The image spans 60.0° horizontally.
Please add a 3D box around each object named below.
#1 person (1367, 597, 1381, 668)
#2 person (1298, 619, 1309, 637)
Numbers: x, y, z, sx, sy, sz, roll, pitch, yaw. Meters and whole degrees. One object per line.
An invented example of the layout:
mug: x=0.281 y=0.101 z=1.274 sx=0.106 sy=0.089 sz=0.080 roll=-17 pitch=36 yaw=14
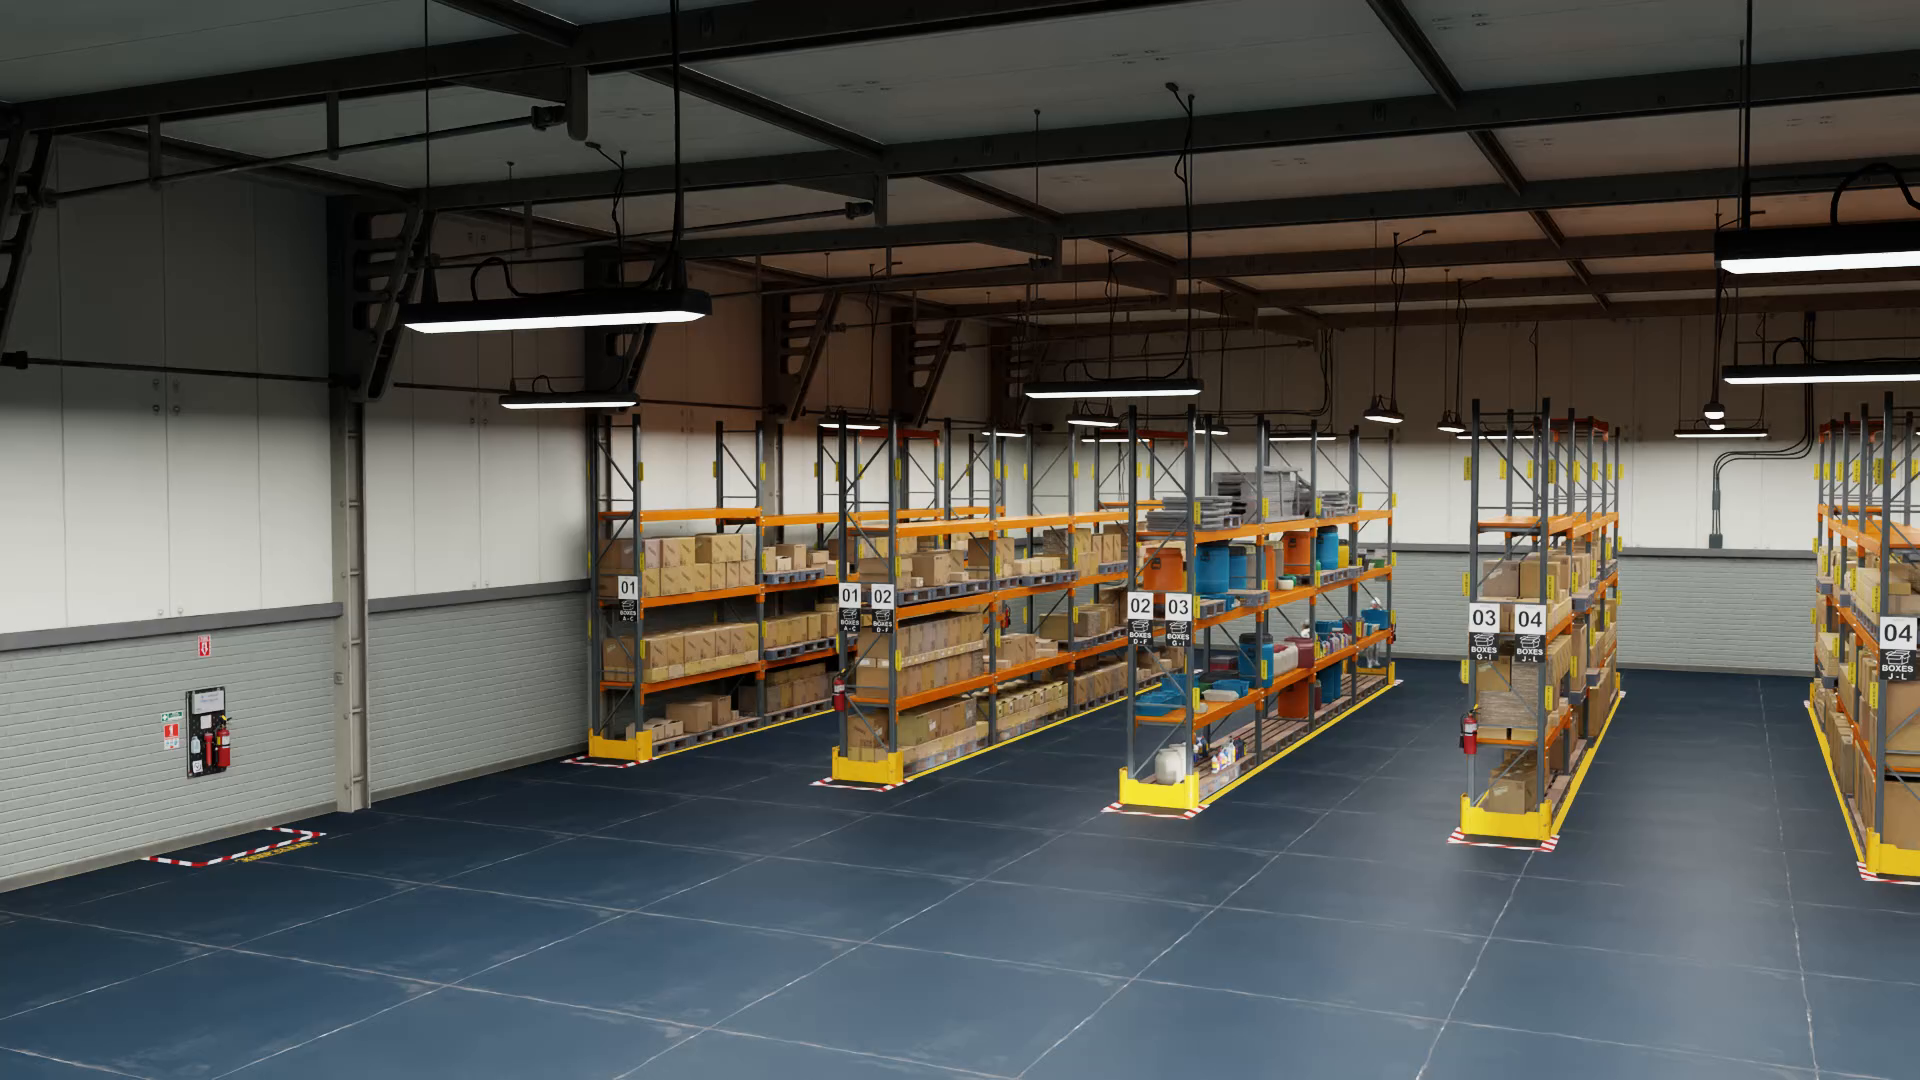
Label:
person: x=10.621 y=2.390 z=42.595 sx=0.589 sy=1.849 sz=0.463 roll=0 pitch=2 yaw=2
person: x=7.890 y=2.612 z=37.961 sx=0.472 sy=1.606 sz=0.952 roll=-1 pitch=2 yaw=-13
